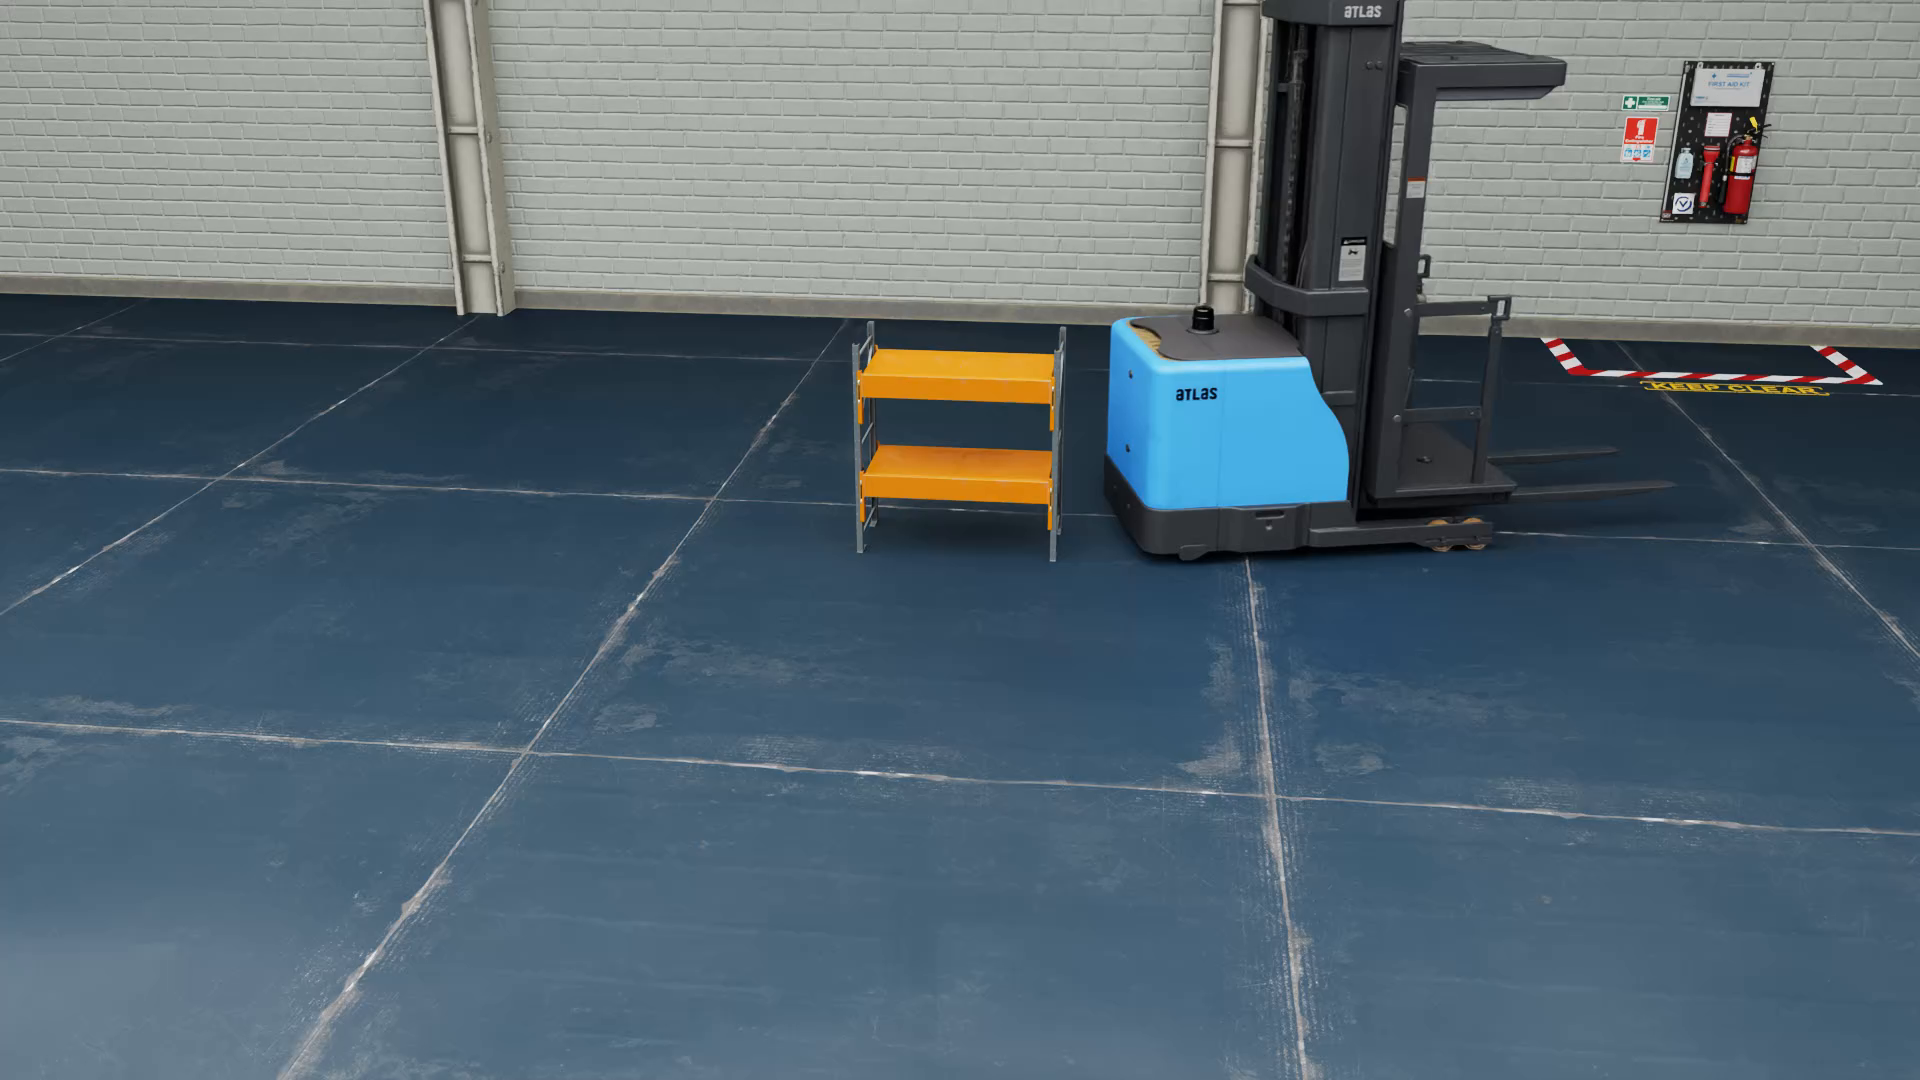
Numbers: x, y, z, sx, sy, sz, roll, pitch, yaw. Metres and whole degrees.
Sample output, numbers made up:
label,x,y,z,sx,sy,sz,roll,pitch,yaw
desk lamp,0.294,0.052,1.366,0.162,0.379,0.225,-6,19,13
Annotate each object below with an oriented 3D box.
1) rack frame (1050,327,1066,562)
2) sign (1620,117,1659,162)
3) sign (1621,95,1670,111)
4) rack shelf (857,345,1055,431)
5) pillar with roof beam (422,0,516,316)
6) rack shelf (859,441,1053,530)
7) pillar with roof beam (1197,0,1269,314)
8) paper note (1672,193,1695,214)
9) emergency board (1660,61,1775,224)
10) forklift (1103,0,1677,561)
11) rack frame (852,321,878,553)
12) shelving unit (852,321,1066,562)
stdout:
label,x,y,z,sx,sy,sz,roll,pitch,yaw
rack frame,0.512,-0.501,8.677,0.032,1.125,0.500,2,22,6
sign,5.030,-2.965,12.312,0.234,0.329,0.001,2,22,6
sign,5.034,-3.208,12.205,0.331,0.109,0.001,2,22,6
rack shelf,0.007,-0.795,8.625,1.000,0.278,0.538,2,22,6
pillar with roof beam,-4.406,-4.503,8.091,0.400,9.000,9.100,2,22,6
rack shelf,0.007,-0.295,8.822,1.000,0.278,0.538,2,22,6
pillar with roof beam,1.552,-4.244,7.435,0.400,9.000,9.100,2,22,6
paper note,5.400,-2.510,12.407,0.142,0.148,0.016,2,22,6
emergency board,5.567,-2.887,12.162,0.643,1.169,0.194,2,22,6
forklift,2.372,-1.489,8.720,3.031,2.935,1.130,-3,22,-8
rack frame,-0.498,-0.545,8.788,0.032,1.125,0.500,2,22,6
shelving unit,0.007,-0.523,8.732,1.048,1.125,0.538,2,22,6
